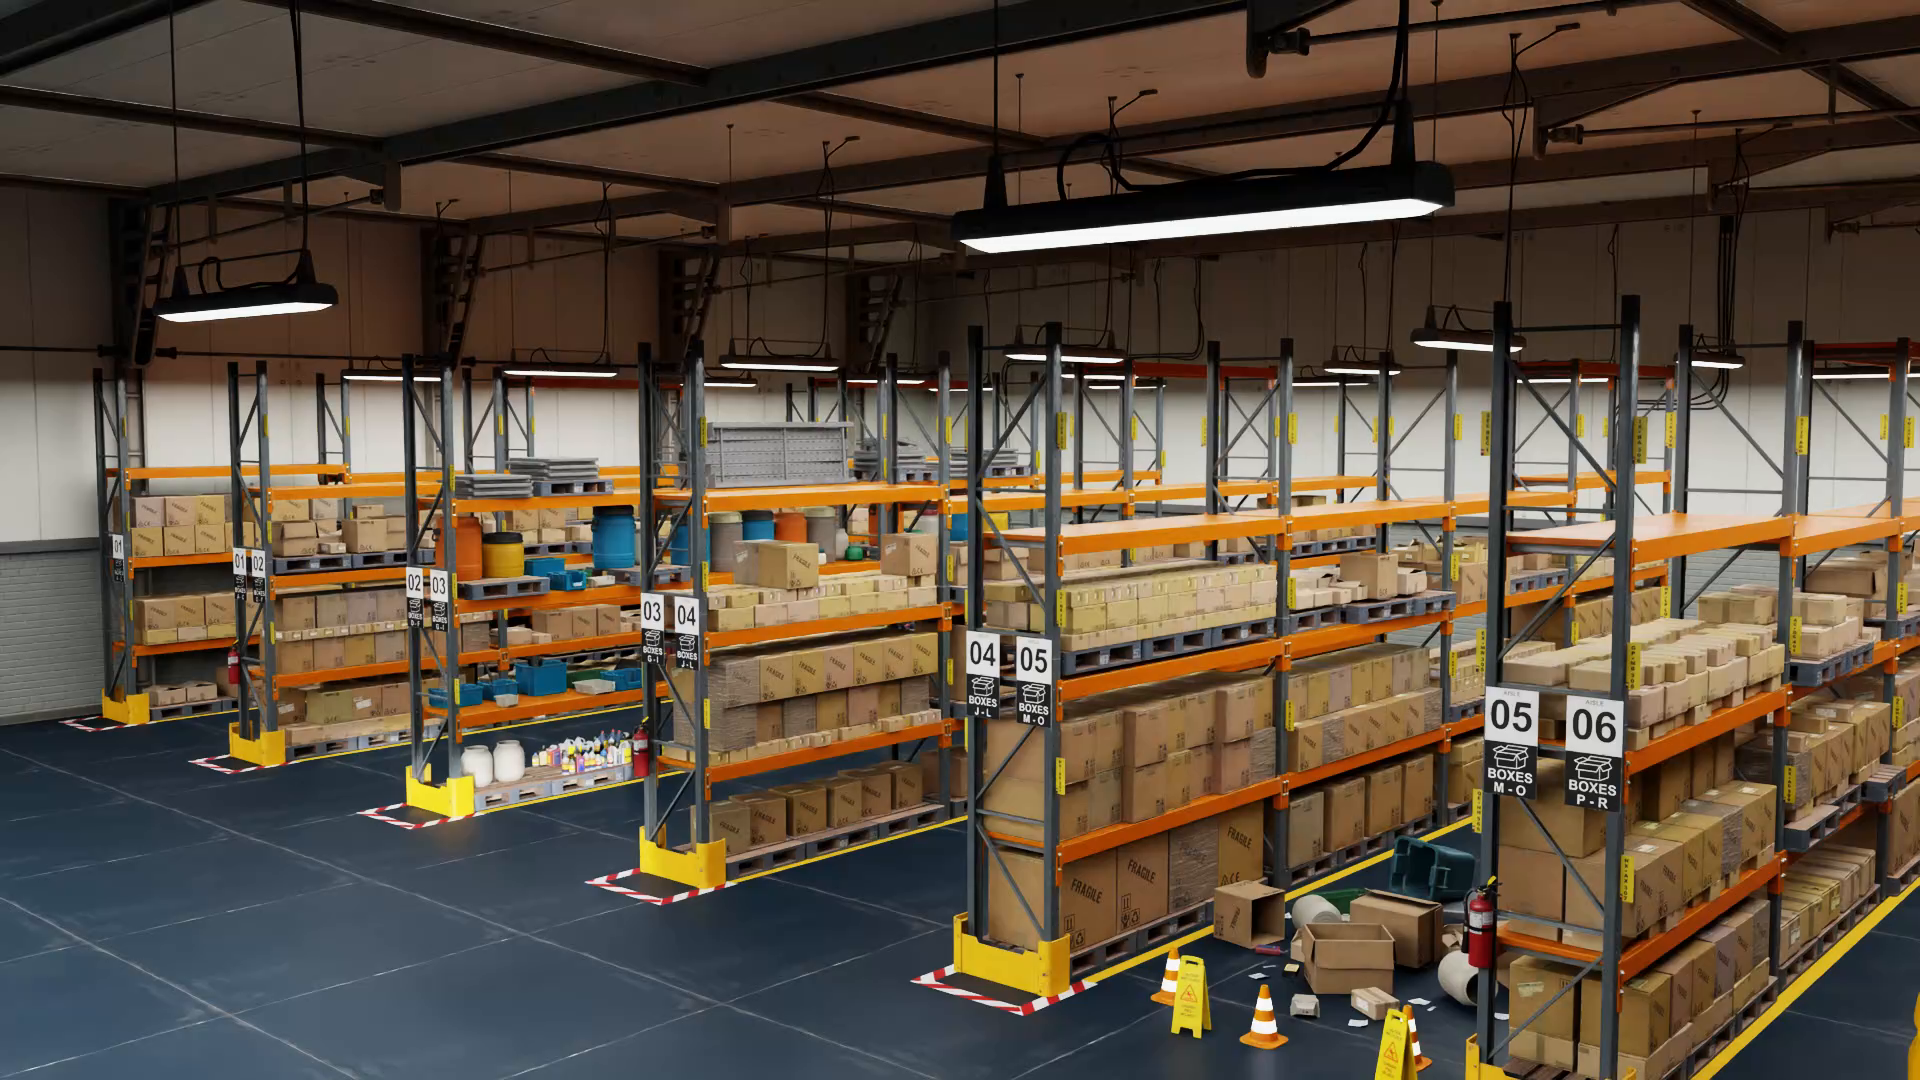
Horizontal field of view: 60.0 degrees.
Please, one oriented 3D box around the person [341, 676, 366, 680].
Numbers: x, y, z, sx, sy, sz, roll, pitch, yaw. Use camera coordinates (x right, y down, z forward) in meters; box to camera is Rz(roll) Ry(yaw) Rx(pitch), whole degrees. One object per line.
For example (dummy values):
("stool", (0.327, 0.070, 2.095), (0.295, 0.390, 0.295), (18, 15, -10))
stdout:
("person", (-10.214, 2.304, 28.025), (0.568, 1.631, 0.557), (3, 5, 33))
